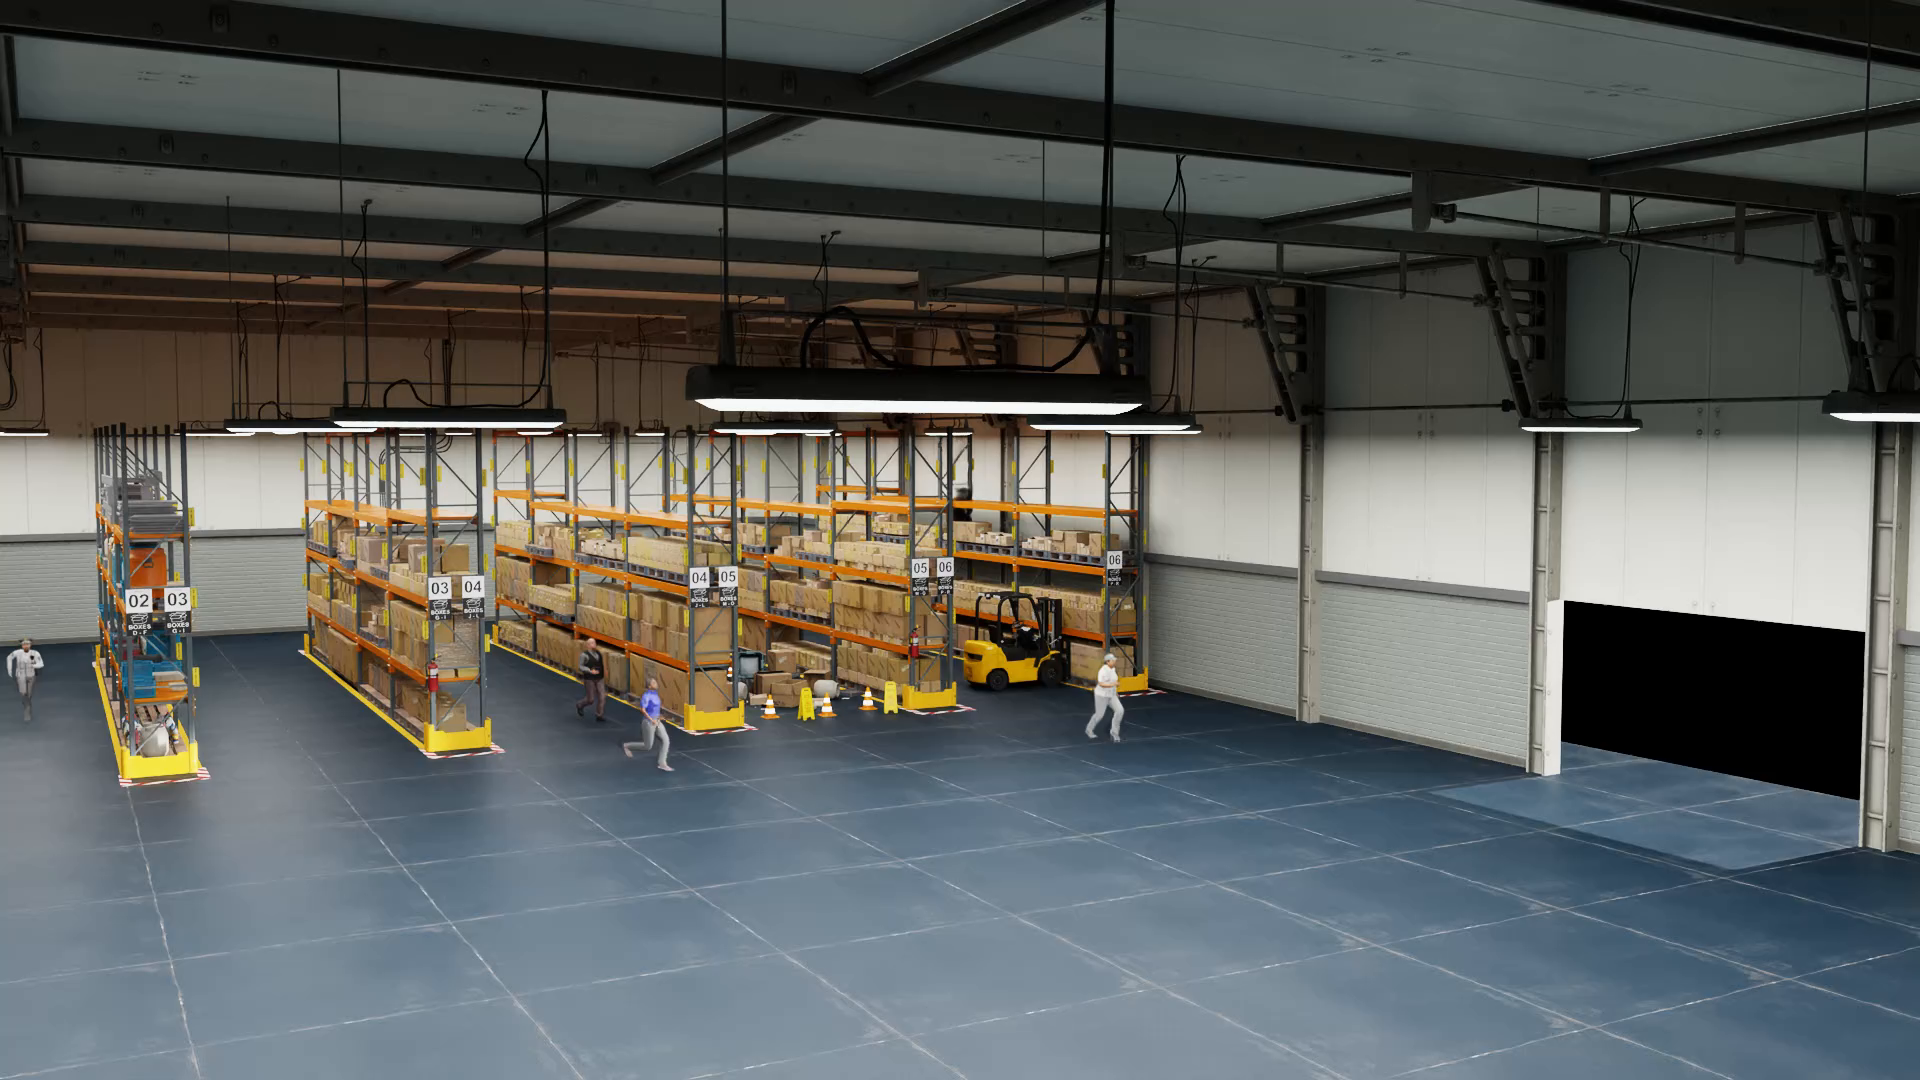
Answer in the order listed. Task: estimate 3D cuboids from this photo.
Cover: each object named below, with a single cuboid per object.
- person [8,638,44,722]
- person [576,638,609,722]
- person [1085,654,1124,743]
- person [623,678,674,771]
[{"bbox_3d":[-19.076,2.831,33.966,0.636,1.726,0.814,-2,4,-31],"label":"person"},{"bbox_3d":[-7.454,2.838,33.761,0.775,1.683,0.668,3,5,40],"label":"person"},{"bbox_3d":[2.734,2.996,31.534,0.829,1.704,0.626,3,4,36],"label":"person"},{"bbox_3d":[-5.383,3.194,28.818,0.892,1.632,0.564,1,4,17],"label":"person"}]
